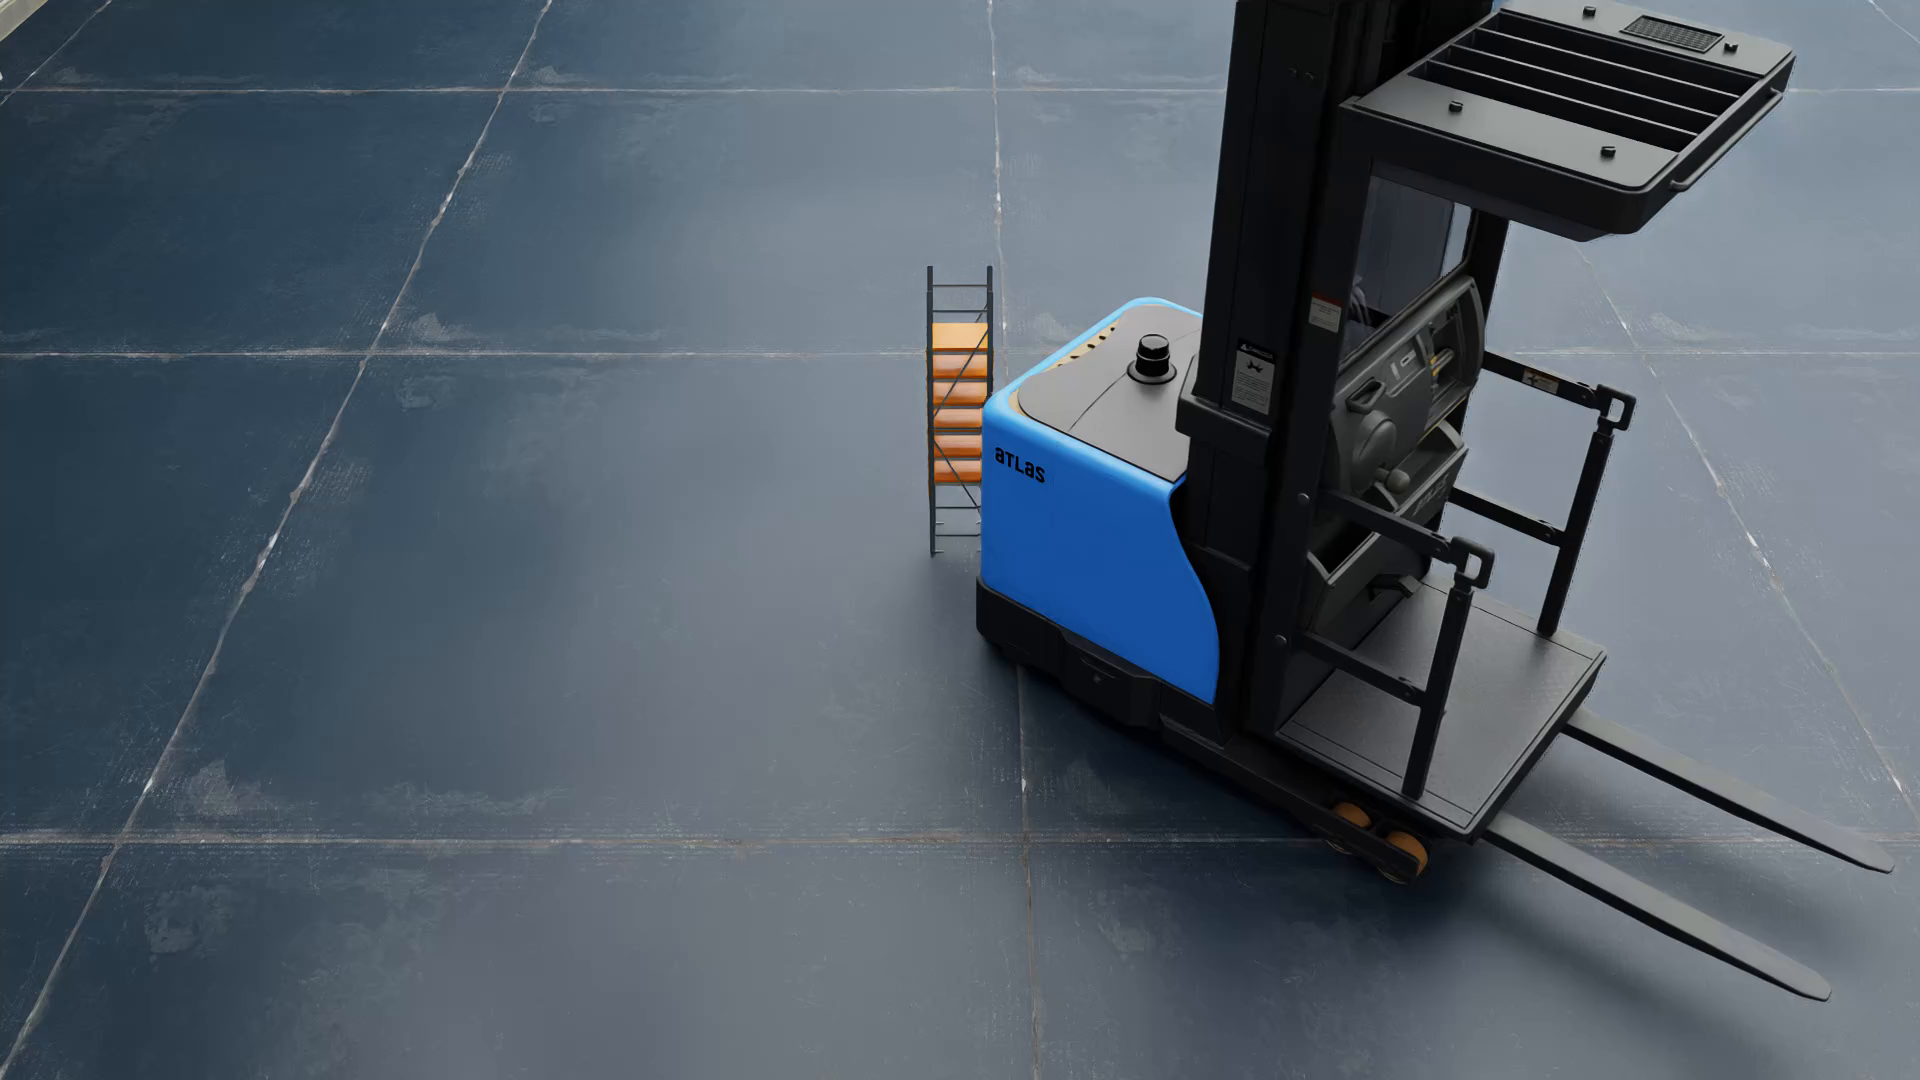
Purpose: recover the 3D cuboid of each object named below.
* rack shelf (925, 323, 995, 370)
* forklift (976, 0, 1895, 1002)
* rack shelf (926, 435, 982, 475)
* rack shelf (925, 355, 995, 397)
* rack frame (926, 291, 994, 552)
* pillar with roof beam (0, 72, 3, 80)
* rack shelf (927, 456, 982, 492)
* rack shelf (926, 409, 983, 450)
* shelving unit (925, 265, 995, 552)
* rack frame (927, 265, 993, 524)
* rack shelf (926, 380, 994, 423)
[{"bbox_3d":[0.000,-0.724,6.189,0.258,0.103,0.180,0,39,0],"label":"rack shelf"},{"bbox_3d":[1.518,-0.415,4.924,3.031,2.935,1.130,27,46,30],"label":"forklift"},{"bbox_3d":[0.000,-0.349,6.489,0.258,0.103,0.180,0,39,0],"label":"rack shelf"},{"bbox_3d":[0.000,-0.630,6.264,0.258,0.103,0.180,0,39,0],"label":"rack shelf"},{"bbox_3d":[0.000,-0.420,6.315,0.240,1.200,0.006,0,39,0],"label":"rack frame"},{"bbox_3d":[-1.798,-6.266,7.374,9.100,9.000,0.400,0,39,0],"label":"pillar with roof beam"},{"bbox_3d":[0.000,-0.255,6.564,0.258,0.103,0.180,0,39,0],"label":"rack shelf"},{"bbox_3d":[0.000,-0.443,6.414,0.258,0.103,0.180,0,39,0],"label":"rack shelf"},{"bbox_3d":[0.000,-0.477,6.386,0.258,1.200,0.189,0,39,0],"label":"shelving unit"},{"bbox_3d":[0.000,-0.534,6.457,0.240,1.200,0.006,0,39,0],"label":"rack frame"},{"bbox_3d":[0.000,-0.536,6.339,0.258,0.103,0.180,0,39,0],"label":"rack shelf"}]
